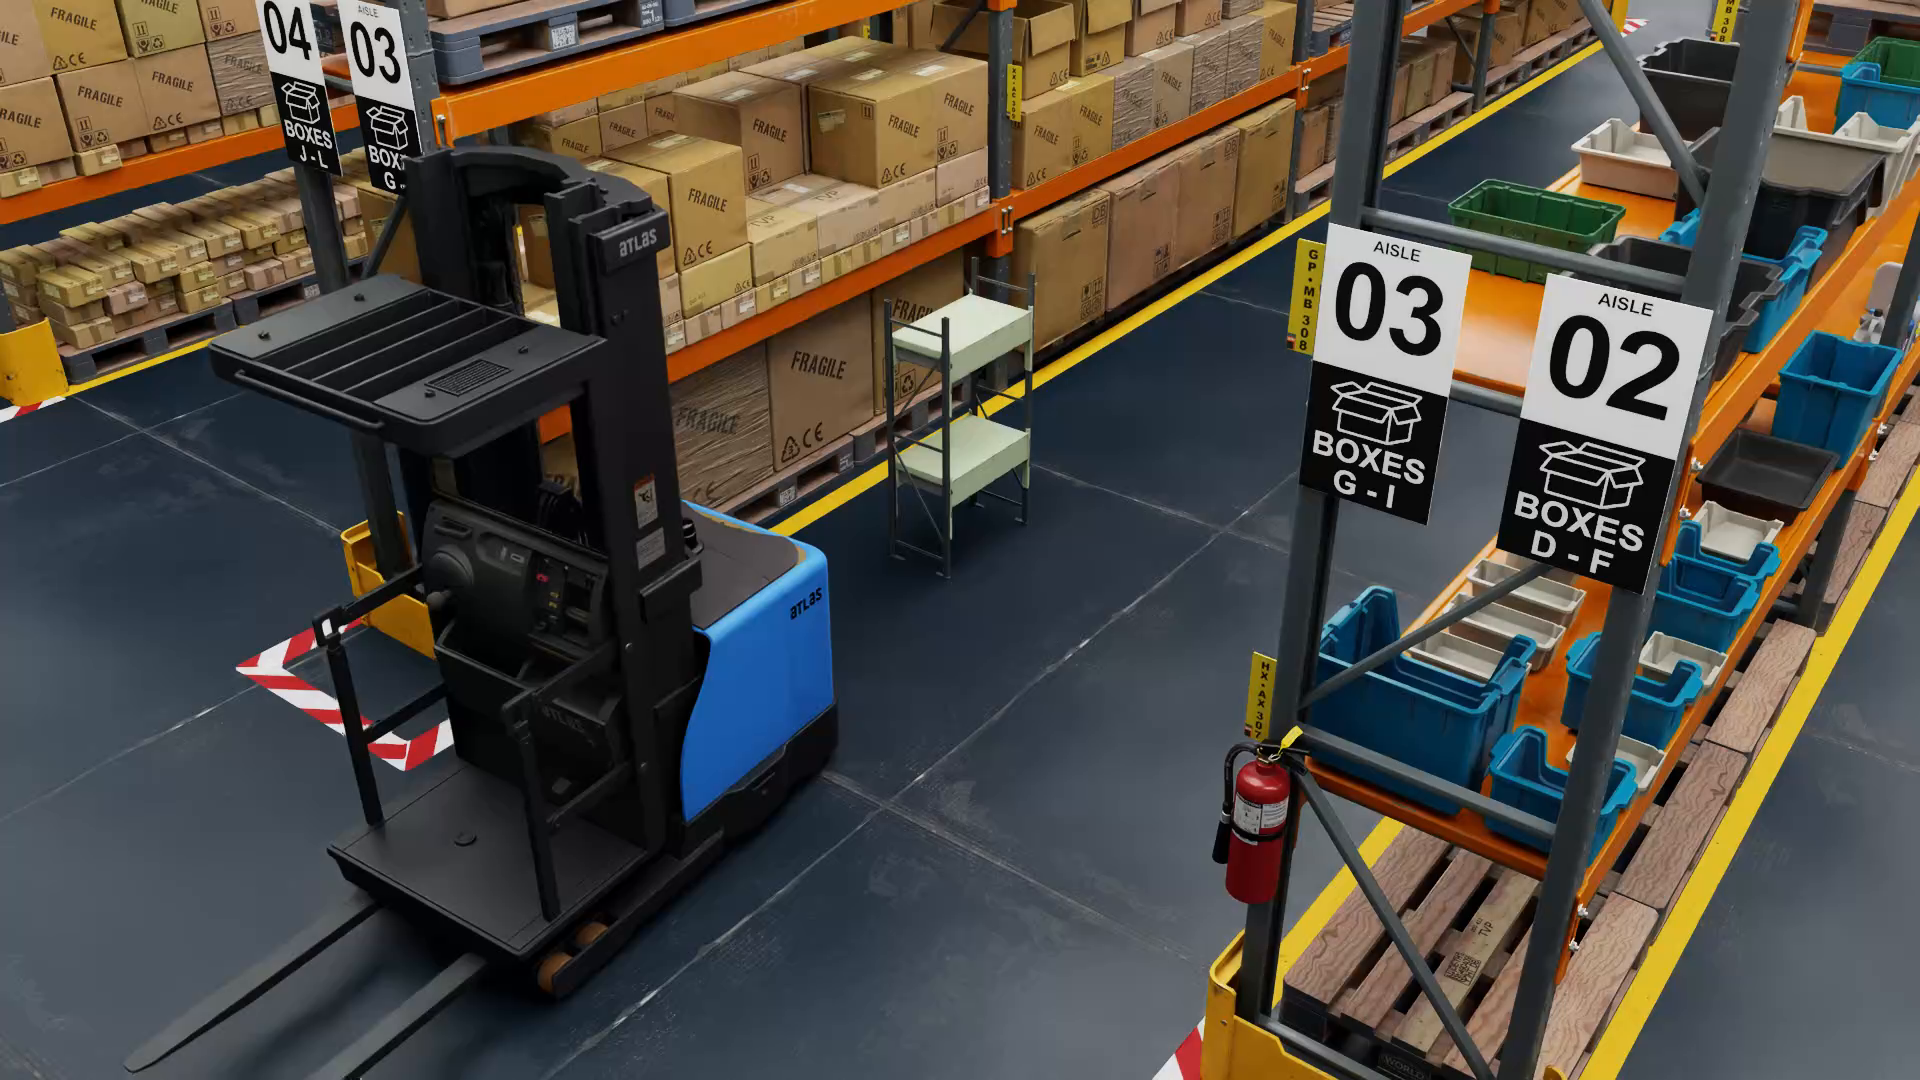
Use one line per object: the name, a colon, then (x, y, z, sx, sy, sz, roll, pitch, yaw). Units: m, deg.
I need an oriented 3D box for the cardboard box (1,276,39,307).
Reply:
cardboard box: (-6.340, -1.736, 11.330, 0.380, 0.149, 0.250, 20, 36, 30)

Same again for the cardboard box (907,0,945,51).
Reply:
cardboard box: (-0.637, -5.392, 17.201, 1.050, 0.750, 0.750, 22, 37, 32)

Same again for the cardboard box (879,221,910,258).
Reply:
cardboard box: (-0.511, -1.763, 9.530, 0.380, 0.149, 0.250, 22, 37, 32)

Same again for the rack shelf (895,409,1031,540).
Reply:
rack shelf: (0.004, -0.367, 9.038, 0.431, 0.370, 0.720, 21, 37, 31)

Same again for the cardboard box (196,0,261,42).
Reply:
cardboard box: (-5.012, -3.673, 11.135, 0.500, 0.500, 0.500, 20, 36, 30)

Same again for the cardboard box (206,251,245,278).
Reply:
cardboard box: (-5.296, -1.996, 11.769, 0.380, 0.149, 0.250, 19, 36, 29)

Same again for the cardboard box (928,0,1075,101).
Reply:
cardboard box: (0.256, -3.147, 10.535, 0.797, 0.503, 0.637, 20, 36, 30)

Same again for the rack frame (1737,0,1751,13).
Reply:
rack frame: (3.826, -3.466, 6.273, 1.000, 3.000, 0.127, 21, 37, 31)

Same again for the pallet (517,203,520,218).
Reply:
pallet: (-3.547, -3.095, 14.265, 1.003, 0.211, 1.213, 21, 37, 31)

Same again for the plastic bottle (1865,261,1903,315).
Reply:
plastic bottle: (4.847, -1.326, 8.667, 0.152, 0.276, 0.135, 21, 37, 31)

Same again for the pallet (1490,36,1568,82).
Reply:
pallet: (5.820, -5.244, 17.891, 1.003, 0.211, 1.213, 21, 37, 31)

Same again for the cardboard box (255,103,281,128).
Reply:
cardboard box: (-4.888, -3.024, 11.656, 0.380, 0.149, 0.250, 22, 37, 32)

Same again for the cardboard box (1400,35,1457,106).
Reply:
cardboard box: (4.319, -4.533, 15.976, 0.700, 0.500, 0.500, 18, 35, 28)

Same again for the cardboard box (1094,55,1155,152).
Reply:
cardboard box: (0.959, -2.971, 11.223, 0.500, 0.500, 0.500, 20, 36, 30)

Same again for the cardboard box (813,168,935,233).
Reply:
cardboard box: (-0.490, -2.002, 9.541, 0.500, 0.250, 0.500, 22, 37, 33)

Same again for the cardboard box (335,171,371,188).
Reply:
cardboard box: (-4.509, -2.662, 12.600, 0.380, 0.149, 0.250, 22, 37, 33)

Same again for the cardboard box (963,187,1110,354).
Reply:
cardboard box: (0.248, -1.943, 11.258, 1.225, 0.875, 0.875, 21, 37, 31)

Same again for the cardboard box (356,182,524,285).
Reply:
cardboard box: (-2.453, -1.449, 7.873, 0.500, 0.500, 0.500, 22, 37, 32)

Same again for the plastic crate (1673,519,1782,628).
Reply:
plastic crate: (2.799, 0.130, 6.193, 0.416, 0.233, 0.300, 21, 37, 31)

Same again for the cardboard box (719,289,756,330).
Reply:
cardboard box: (-1.286, -1.242, 8.650, 0.380, 0.149, 0.250, 21, 36, 31)

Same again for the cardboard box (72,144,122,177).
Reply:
cardboard box: (-5.648, -2.483, 10.744, 0.380, 0.149, 0.250, 20, 36, 30)

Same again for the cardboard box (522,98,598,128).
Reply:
cardboard box: (-3.359, -3.624, 13.728, 0.500, 0.250, 0.500, 19, 36, 29)

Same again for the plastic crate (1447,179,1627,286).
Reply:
plastic crate: (1.779, -0.948, 5.173, 0.450, 0.188, 0.336, 21, 37, 31)

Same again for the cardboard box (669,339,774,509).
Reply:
cardboard box: (-1.665, -0.705, 9.170, 0.875, 0.875, 0.875, 21, 37, 31)

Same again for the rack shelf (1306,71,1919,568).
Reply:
rack shelf: (2.619, -1.054, 5.849, 1.077, 0.370, 4.000, 21, 37, 31)

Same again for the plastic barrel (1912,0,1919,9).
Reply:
plastic barrel: (4.344, -2.552, 7.126, 0.433, 0.535, 0.433, 0, 31, 0)

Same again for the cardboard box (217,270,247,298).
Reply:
cardboard box: (-5.302, -1.858, 11.827, 0.380, 0.149, 0.250, 21, 37, 31)

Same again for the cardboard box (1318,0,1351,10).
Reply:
cardboard box: (2.843, -4.749, 13.811, 0.500, 0.500, 0.700, -26, 40, -37)

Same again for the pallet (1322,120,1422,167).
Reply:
pallet: (3.502, -3.647, 15.197, 1.003, 0.211, 1.213, 21, 37, 31)

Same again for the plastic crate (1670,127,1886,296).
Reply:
plastic crate: (2.553, -1.060, 5.215, 0.504, 0.338, 0.767, 21, 37, 31)

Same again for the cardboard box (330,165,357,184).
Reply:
cardboard box: (-4.855, -2.787, 12.811, 0.380, 0.149, 0.250, 20, 36, 30)

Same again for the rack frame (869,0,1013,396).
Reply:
rack frame: (-0.123, -2.410, 10.374, 1.000, 3.000, 0.127, 21, 37, 31)

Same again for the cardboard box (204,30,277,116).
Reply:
cardboard box: (-5.028, -3.250, 11.401, 0.500, 0.500, 0.500, 20, 36, 30)

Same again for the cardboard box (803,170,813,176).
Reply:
cardboard box: (-0.919, -2.162, 9.812, 0.500, 0.250, 0.500, 21, 37, 31)

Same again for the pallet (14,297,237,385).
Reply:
pallet: (-5.866, -1.502, 11.578, 1.003, 0.211, 1.213, 21, 37, 31)

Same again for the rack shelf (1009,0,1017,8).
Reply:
rack shelf: (1.085, -4.204, 11.164, 1.077, 0.370, 4.000, 21, 37, 31)

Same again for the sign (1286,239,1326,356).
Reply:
sign: (0.963, -0.668, 4.595, 0.100, 0.325, 0.005, 21, 37, 31)

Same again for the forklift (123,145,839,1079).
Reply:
forklift: (-1.782, 0.197, 6.042, 1.130, 2.935, 3.031, 19, 35, 28)

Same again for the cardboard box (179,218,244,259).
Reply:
cardboard box: (-5.260, -2.118, 11.683, 0.380, 0.149, 0.250, 23, 37, 33)

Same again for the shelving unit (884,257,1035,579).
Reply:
shelving unit: (0.004, -0.648, 8.872, 0.431, 1.500, 0.755, 21, 37, 31)

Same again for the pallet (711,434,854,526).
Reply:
pallet: (-1.380, -0.427, 9.764, 1.003, 0.211, 1.213, 21, 37, 31)

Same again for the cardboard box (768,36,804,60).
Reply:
cardboard box: (-1.805, -4.672, 15.496, 0.500, 0.250, 0.500, 20, 36, 30)

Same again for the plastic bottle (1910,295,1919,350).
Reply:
plastic bottle: (4.722, -1.088, 8.271, 0.097, 0.271, 0.097, 0, 31, 0)

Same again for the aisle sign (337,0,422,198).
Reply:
aisle sign: (-2.342, -1.781, 6.763, 0.394, 0.787, 0.004, 21, 37, 31)

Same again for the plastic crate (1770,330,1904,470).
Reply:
plastic crate: (3.816, -0.610, 7.293, 0.392, 0.384, 0.575, 21, 37, 31)

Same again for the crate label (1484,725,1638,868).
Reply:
crate label: (1.823, 0.788, 5.084, 0.416, 0.233, 0.303, 21, 37, 31)

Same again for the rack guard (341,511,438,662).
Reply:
rack guard: (-2.552, 0.301, 8.251, 1.175, 0.500, 0.348, 21, 37, 31)

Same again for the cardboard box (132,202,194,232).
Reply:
cardboard box: (-5.736, -2.296, 11.982, 0.380, 0.149, 0.250, 23, 37, 33)

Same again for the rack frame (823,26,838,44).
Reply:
rack frame: (-1.601, -5.603, 15.763, 1.000, 3.000, 0.127, 21, 37, 31)

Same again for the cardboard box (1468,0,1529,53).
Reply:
cardboard box: (5.632, -5.429, 17.508, 0.500, 0.500, 0.500, 18, 35, 27)

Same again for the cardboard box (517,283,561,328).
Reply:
cardboard box: (-2.032, -0.959, 7.782, 0.500, 0.250, 0.500, 20, 36, 30)

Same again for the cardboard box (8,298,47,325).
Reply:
cardboard box: (-6.279, -1.584, 11.365, 0.380, 0.149, 0.250, 22, 37, 32)
